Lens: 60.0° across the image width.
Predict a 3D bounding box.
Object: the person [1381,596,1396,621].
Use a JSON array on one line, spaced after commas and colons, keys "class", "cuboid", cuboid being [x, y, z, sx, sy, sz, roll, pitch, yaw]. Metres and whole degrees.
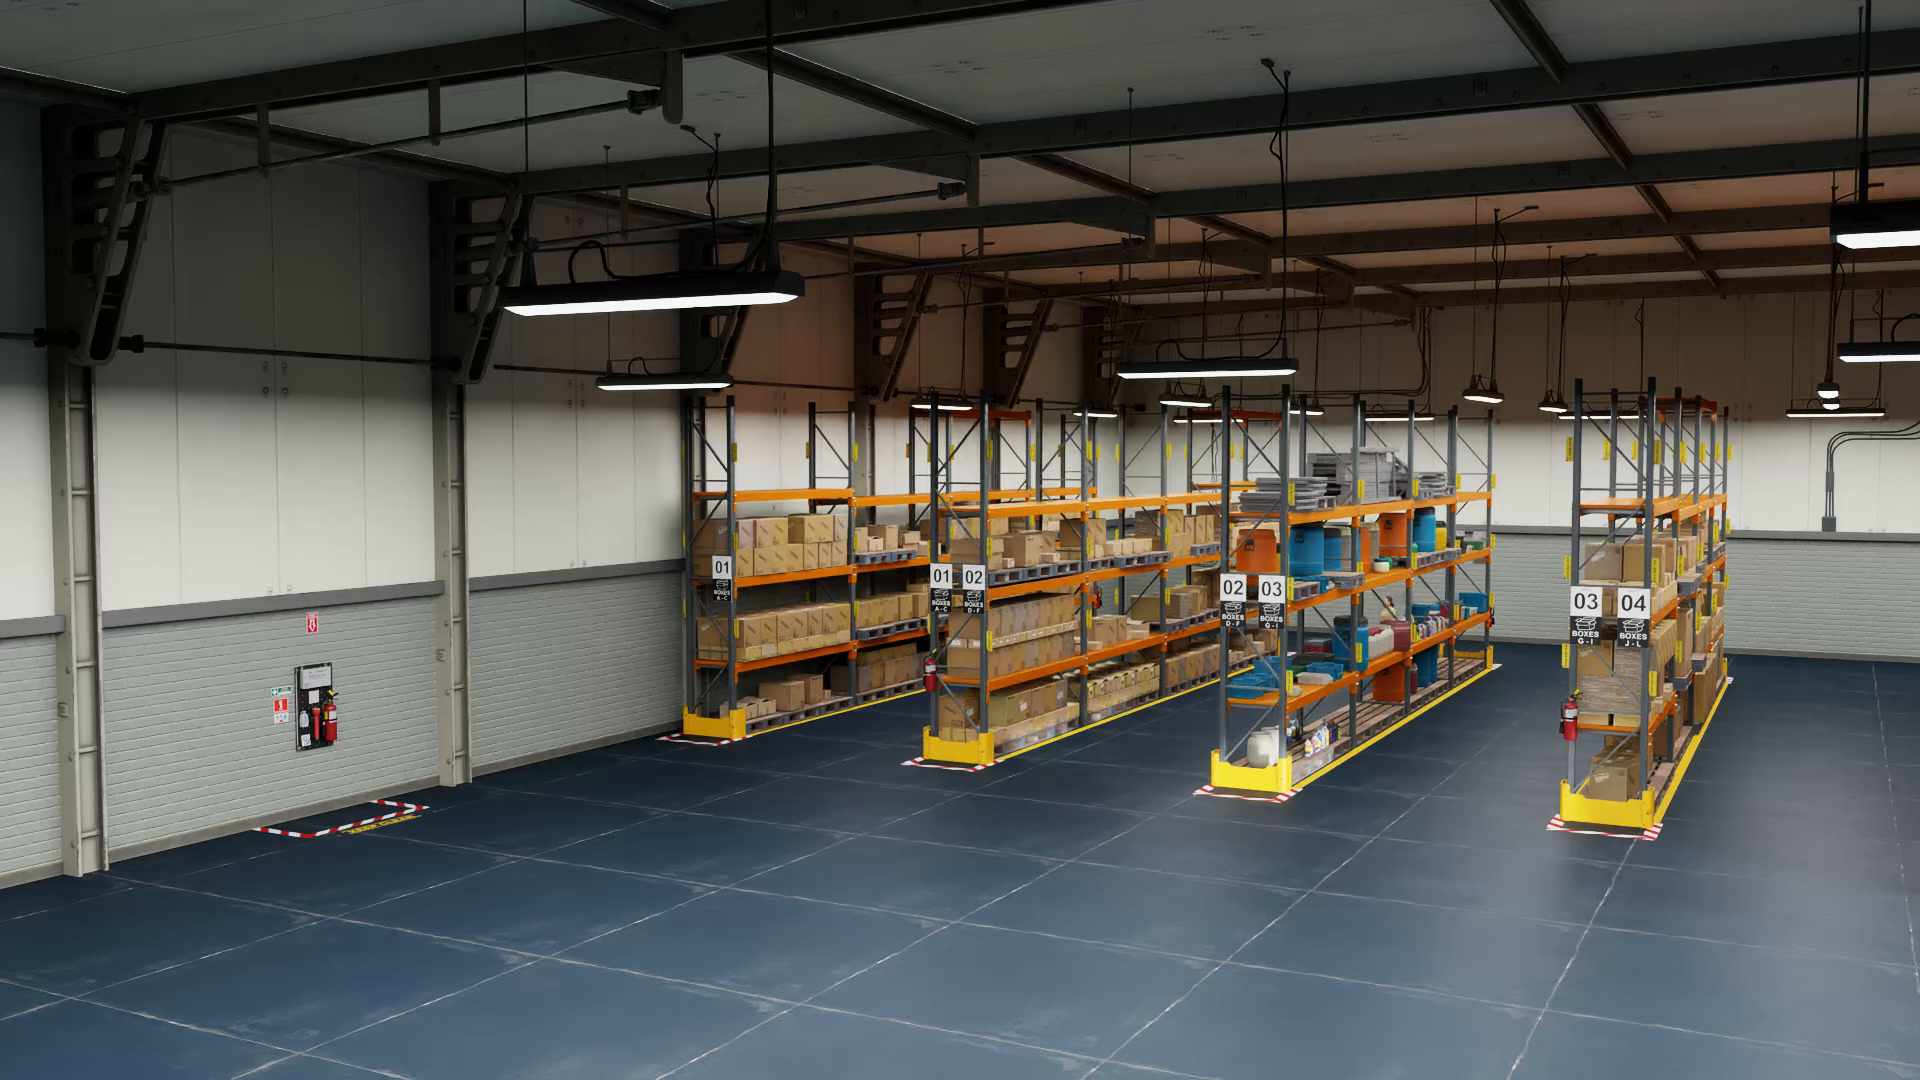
[{"class": "person", "cuboid": [10.087, 2.135, 39.175, 1.038, 1.622, 0.457, -3, 4, -43]}]
